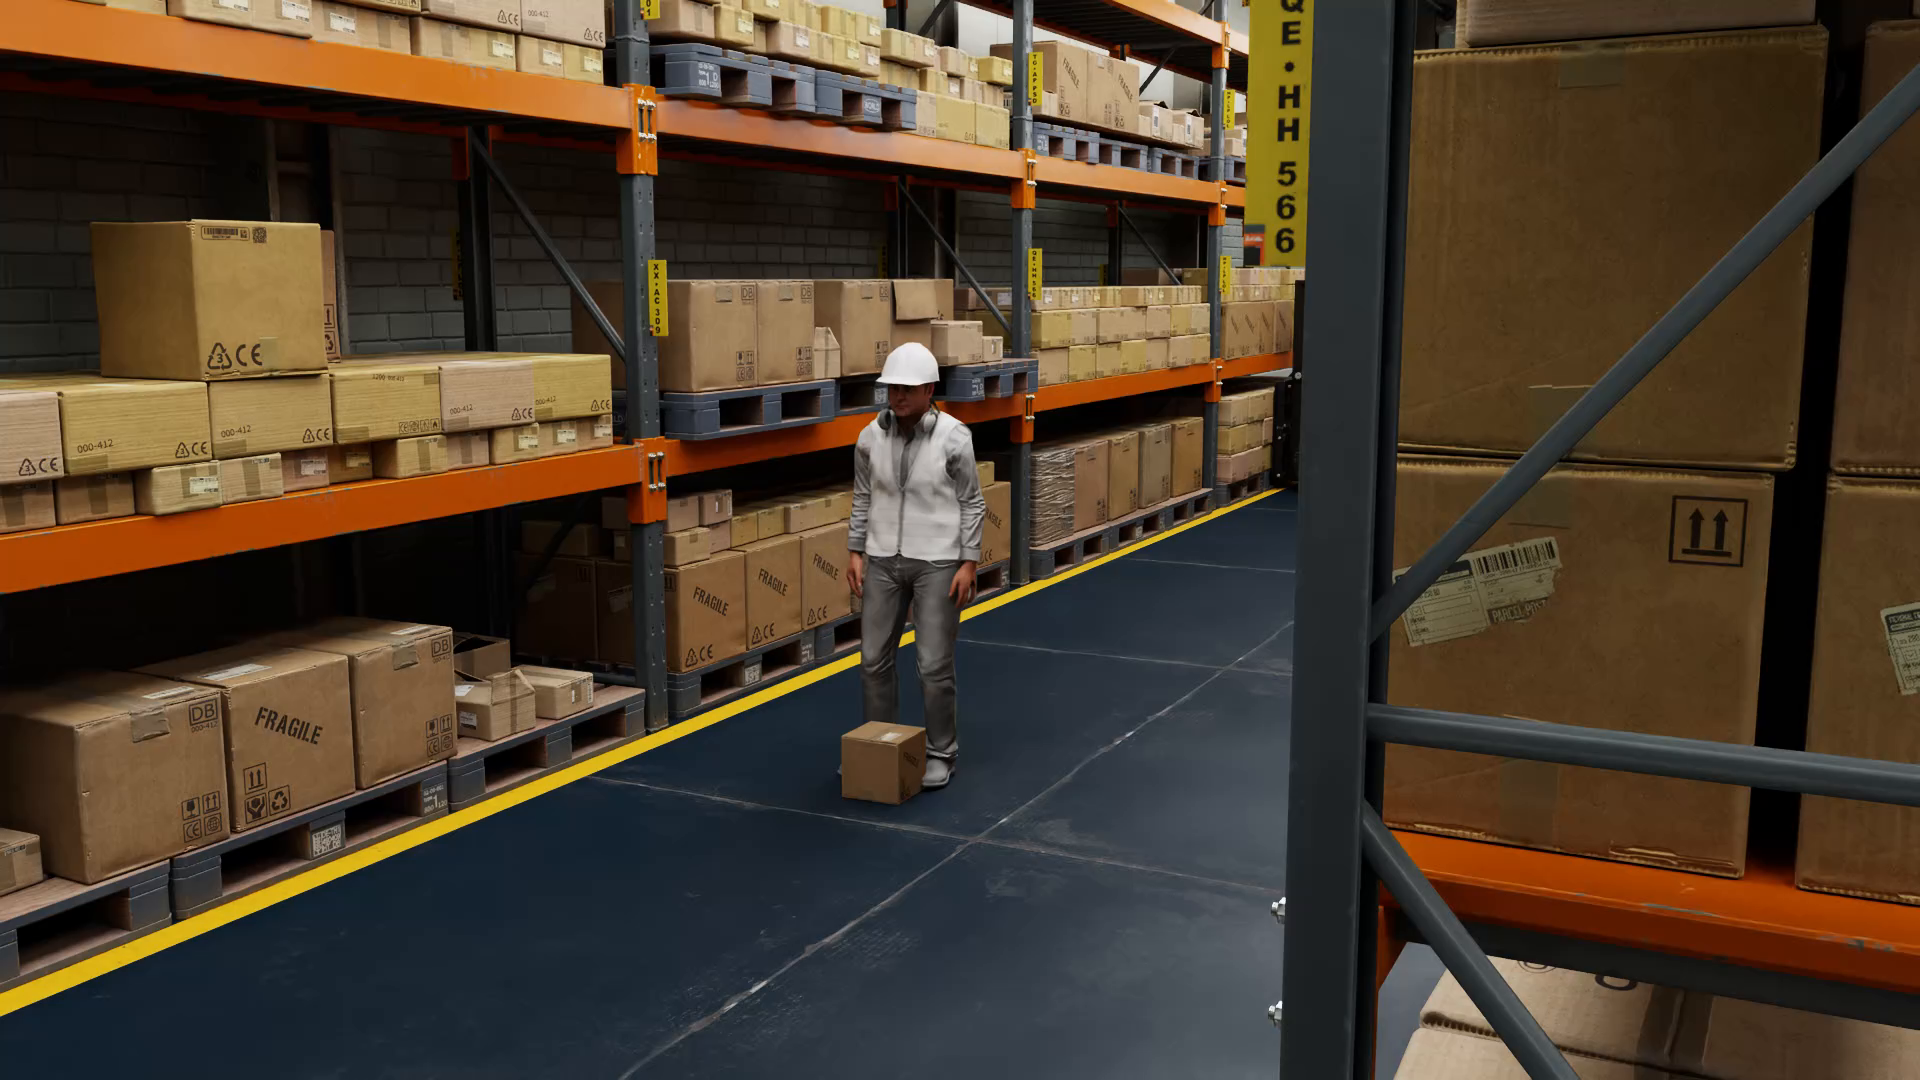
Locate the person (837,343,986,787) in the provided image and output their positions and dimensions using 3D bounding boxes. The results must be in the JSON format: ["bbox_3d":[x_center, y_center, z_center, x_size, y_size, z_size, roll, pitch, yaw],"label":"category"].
[{"bbox_3d":[-0.189,0.093,6.698,0.579,1.769,0.466,4,10,23],"label":"person"}]
